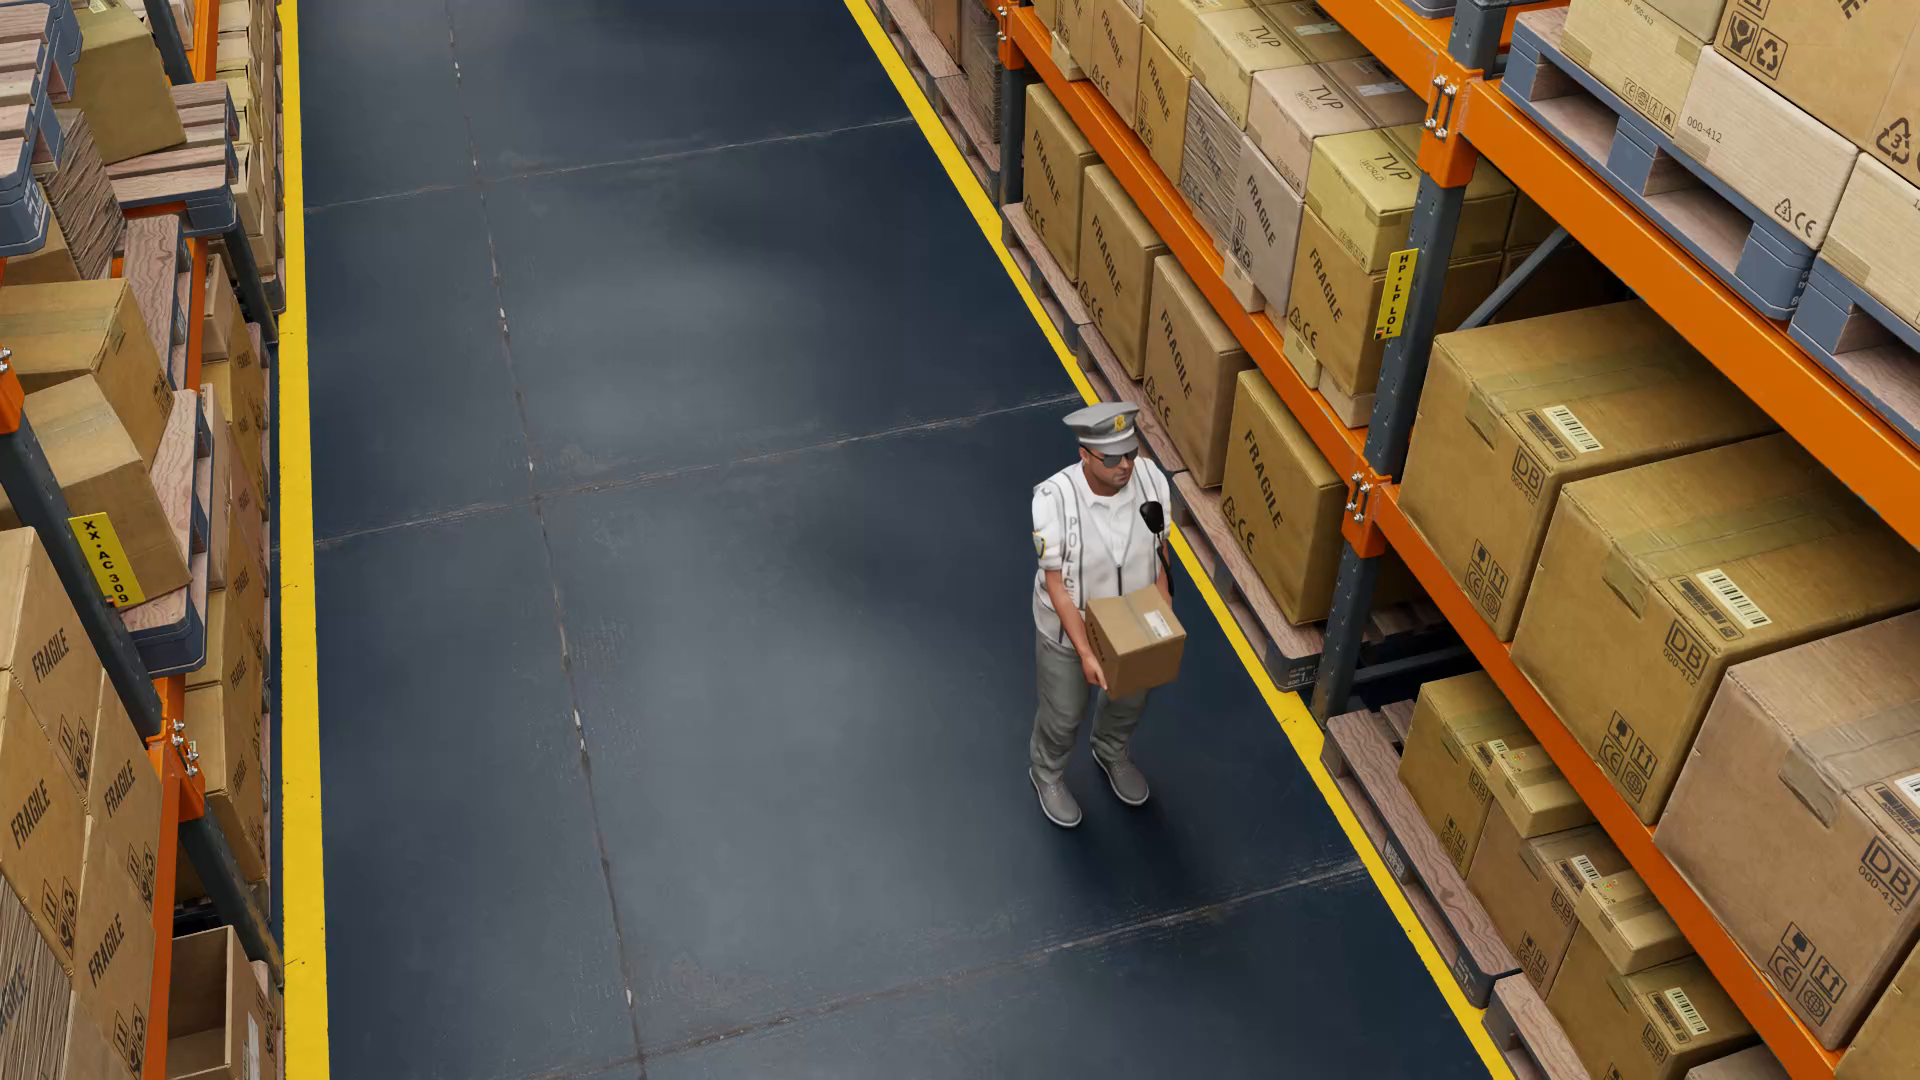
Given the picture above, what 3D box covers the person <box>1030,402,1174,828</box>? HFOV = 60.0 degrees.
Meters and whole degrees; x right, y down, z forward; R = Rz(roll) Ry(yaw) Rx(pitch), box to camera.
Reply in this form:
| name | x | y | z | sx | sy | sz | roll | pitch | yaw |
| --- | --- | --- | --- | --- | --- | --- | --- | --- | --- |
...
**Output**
| name | x | y | z | sx | sy | sz | roll | pitch | yaw |
| --- | --- | --- | --- | --- | --- | --- | --- | --- | --- |
| person | 0.518 | 0.311 | 5.798 | 0.493 | 1.762 | 0.566 | -15 | 44 | -17 |
